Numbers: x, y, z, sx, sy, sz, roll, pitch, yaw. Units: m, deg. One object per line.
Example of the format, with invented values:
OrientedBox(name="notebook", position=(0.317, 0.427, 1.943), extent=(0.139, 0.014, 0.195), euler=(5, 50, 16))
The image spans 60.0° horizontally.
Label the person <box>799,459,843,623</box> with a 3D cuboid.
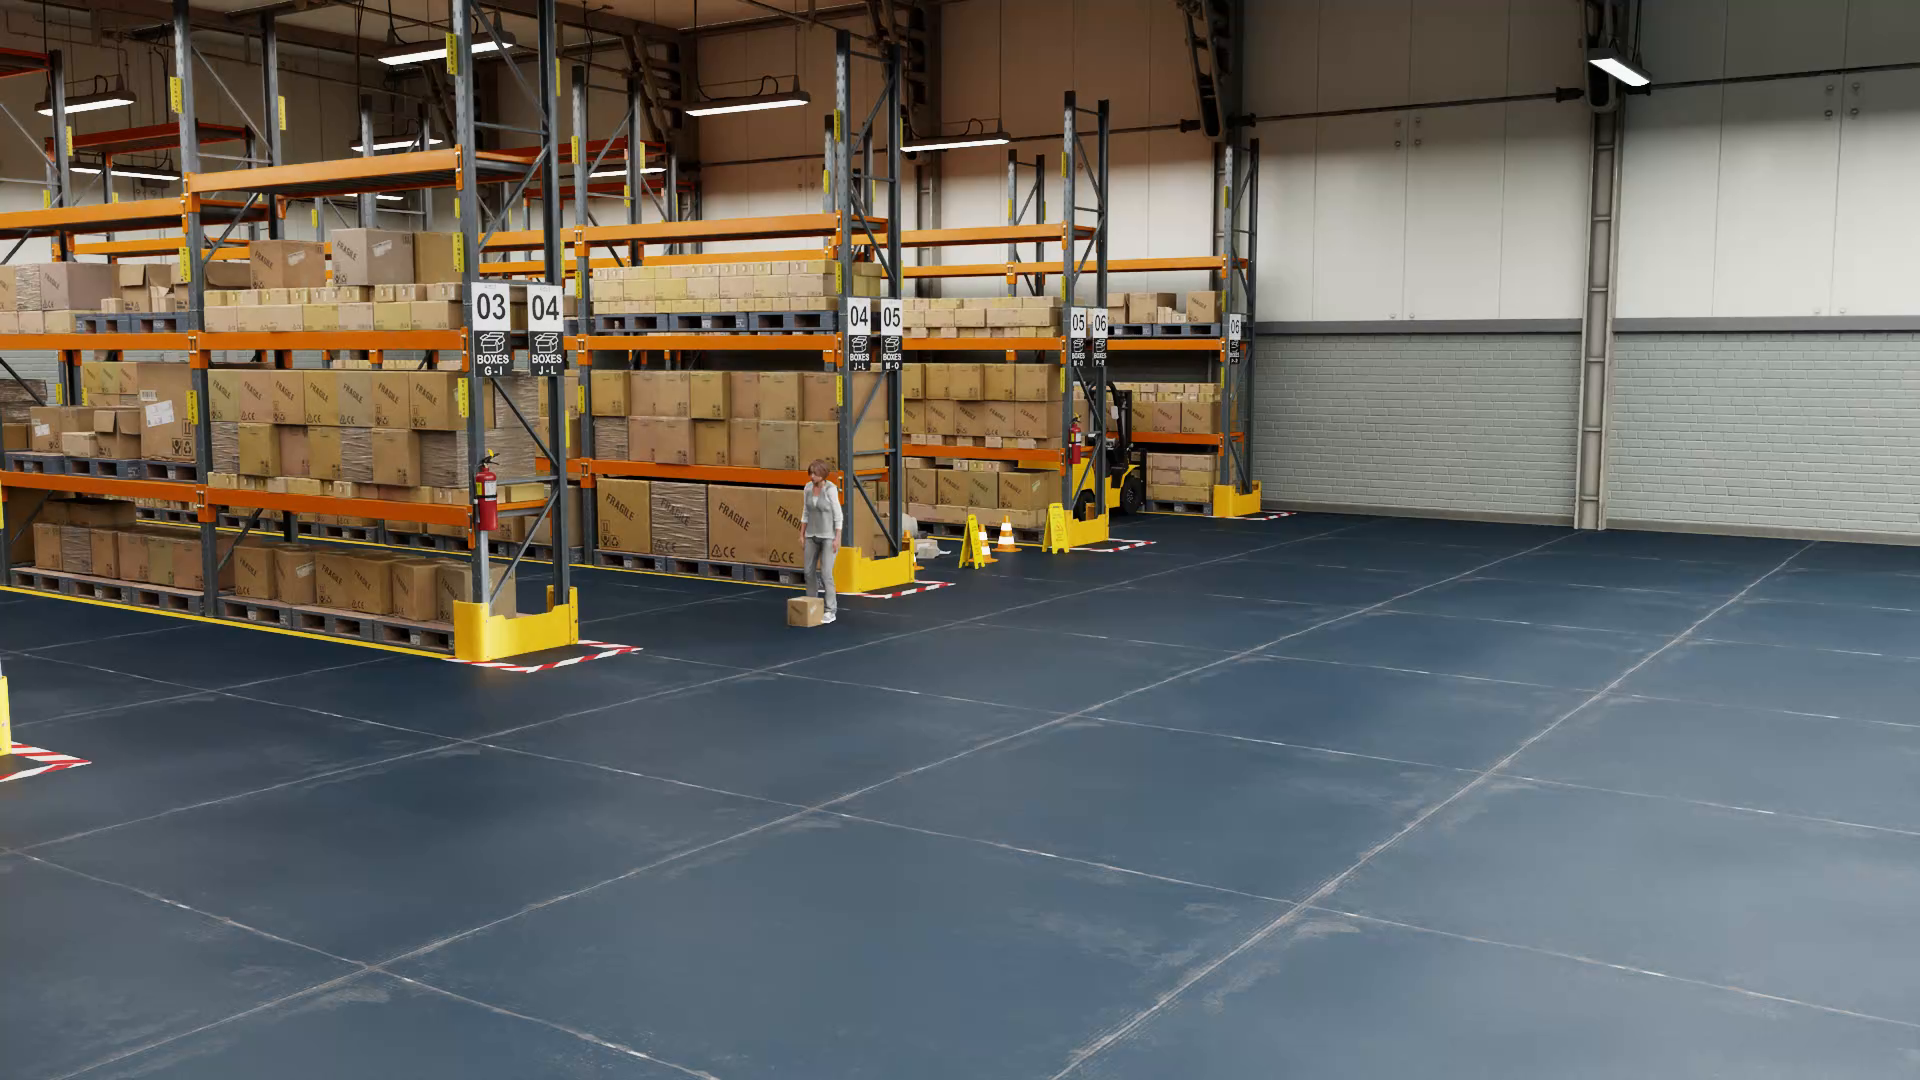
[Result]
OrientedBox(name="person", position=(-1.359, 0.003, 16.176), extent=(0.484, 1.592, 0.347), euler=(4, 8, 30))
